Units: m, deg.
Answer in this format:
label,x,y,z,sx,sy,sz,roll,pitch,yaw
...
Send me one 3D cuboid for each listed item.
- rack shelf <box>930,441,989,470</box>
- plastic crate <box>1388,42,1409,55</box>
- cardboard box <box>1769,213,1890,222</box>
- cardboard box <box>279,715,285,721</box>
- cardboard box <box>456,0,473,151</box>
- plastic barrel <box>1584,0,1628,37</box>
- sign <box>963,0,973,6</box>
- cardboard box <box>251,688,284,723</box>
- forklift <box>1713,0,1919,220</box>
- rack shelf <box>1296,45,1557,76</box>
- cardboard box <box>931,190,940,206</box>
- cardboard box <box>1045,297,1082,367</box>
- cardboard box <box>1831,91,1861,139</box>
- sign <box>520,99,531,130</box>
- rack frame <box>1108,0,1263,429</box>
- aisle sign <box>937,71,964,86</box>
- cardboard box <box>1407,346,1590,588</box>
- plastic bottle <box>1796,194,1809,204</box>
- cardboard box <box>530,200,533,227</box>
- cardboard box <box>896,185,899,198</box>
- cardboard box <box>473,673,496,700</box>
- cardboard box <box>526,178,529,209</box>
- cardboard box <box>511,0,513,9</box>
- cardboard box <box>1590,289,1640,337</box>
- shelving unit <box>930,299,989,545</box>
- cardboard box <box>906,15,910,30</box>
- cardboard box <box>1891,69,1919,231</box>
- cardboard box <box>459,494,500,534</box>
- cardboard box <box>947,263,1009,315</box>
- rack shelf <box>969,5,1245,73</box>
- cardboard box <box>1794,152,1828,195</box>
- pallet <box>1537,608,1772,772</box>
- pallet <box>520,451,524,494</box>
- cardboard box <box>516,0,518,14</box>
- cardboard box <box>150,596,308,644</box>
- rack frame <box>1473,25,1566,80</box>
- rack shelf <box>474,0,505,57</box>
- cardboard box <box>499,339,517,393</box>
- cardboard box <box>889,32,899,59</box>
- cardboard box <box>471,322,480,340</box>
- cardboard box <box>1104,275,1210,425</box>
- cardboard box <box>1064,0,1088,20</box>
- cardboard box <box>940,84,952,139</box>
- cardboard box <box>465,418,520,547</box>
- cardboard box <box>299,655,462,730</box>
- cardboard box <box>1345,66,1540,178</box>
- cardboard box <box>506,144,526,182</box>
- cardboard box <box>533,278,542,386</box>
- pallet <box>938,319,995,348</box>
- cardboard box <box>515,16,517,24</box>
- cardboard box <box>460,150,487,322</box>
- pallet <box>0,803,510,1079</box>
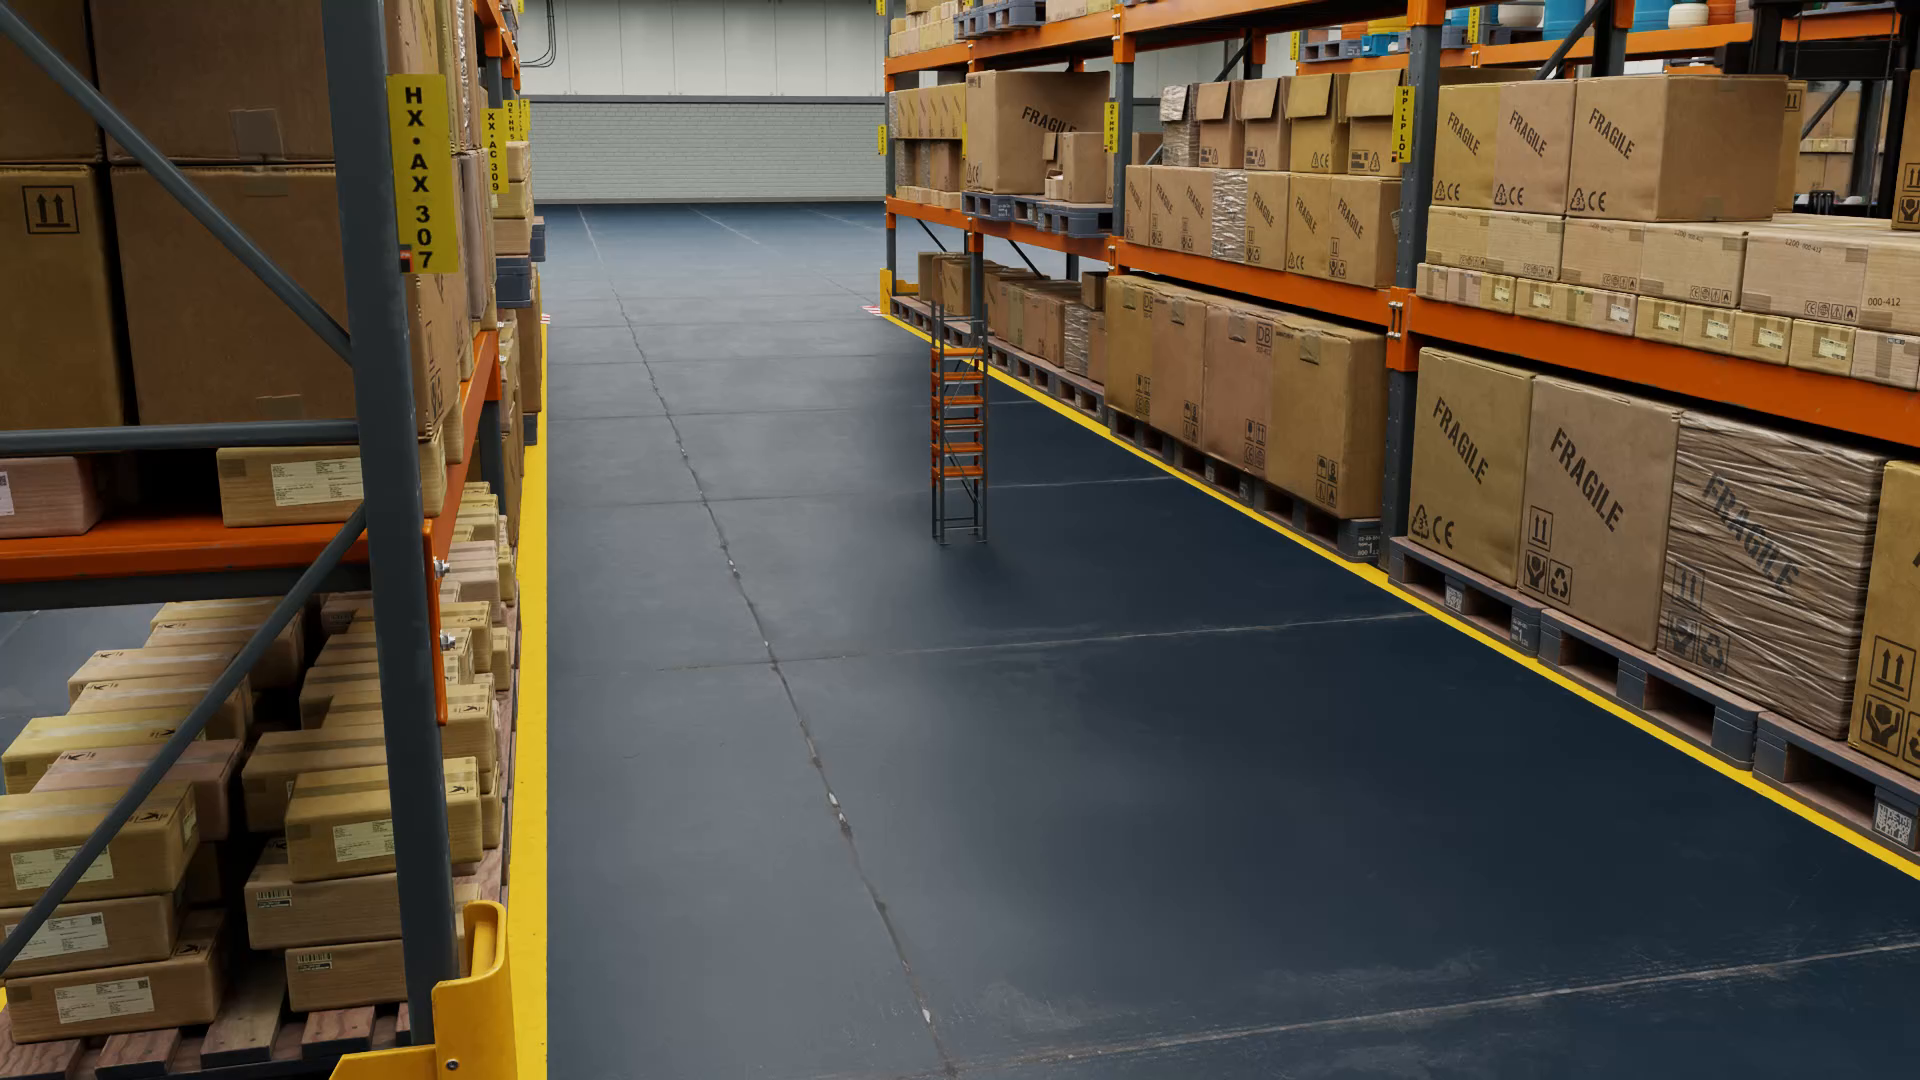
label,x,y,z,sx,sy,sz,roll,pitch,yaw
rack shelf,-0.003,-0.426,8.337,0.258,0.103,0.180,-3,14,-13
plastic crate,4.642,-5.134,17.357,0.243,0.136,0.396,-3,14,-13
cardboard box,3.079,-1.083,6.230,0.500,0.250,0.500,-3,14,-12
cardboard box,-2.129,0.616,4.708,0.380,0.149,0.250,-3,14,-12
cardboard box,-1.762,-1.430,5.017,0.500,0.500,0.500,-3,14,-12
plastic barrel,5.896,-4.902,14.795,0.600,0.901,0.600,0,14,0
sign,0.072,-4.858,14.580,0.100,0.325,0.005,-3,14,-13
cardboard box,-2.131,0.472,4.671,0.380,0.149,0.250,-3,14,-10
forklift,4.861,-1.788,9.569,1.130,2.935,3.031,5,14,19
rack shelf,4.942,-5.027,17.877,1.077,0.370,4.000,-3,14,-13
cardboard box,-0.077,-3.439,16.714,0.380,0.149,0.250,-3,14,-13
cardboard box,1.077,-1.669,13.279,0.700,0.500,0.500,-2,14,-8
cardboard box,9.997,-4.630,18.114,0.700,0.500,0.500,-3,14,-13
sign,-4.656,-4.556,17.815,0.100,0.325,0.005,-3,14,-13
rack frame,1.537,-2.259,11.352,1.000,3.000,0.127,-3,14,-13
aisle sign,-0.065,-5.398,18.724,0.394,0.787,0.004,-3,14,-13
cardboard box,2.553,-0.351,7.136,0.875,0.875,0.875,-3,14,-13
plastic bottle,6.139,-2.357,12.014,0.152,0.276,0.135,-3,14,-13
cardboard box,-2.508,-1.763,8.967,0.380,0.149,0.250,-4,14,-16
cardboard box,-0.507,-3.903,18.612,0.380,0.149,0.250,-3,14,-13
cardboard box,-1.618,0.526,5.075,0.380,0.149,0.250,-3,14,-13
cardboard box,-2.200,-1.605,7.693,0.380,0.149,0.250,-4,14,-16
cardboard box,-4.065,-4.679,14.370,0.380,0.149,0.250,-3,14,-13
cardboard box,2.527,-0.828,6.026,0.380,0.149,0.250,-3,14,-13
shelving unit,-0.003,-0.586,8.298,0.258,1.200,0.189,-3,14,-13
cardboard box,-0.362,-5.422,17.457,0.380,0.149,0.250,-3,14,-11
cardboard box,3.320,-1.209,5.166,0.500,0.500,0.500,-4,14,-15
cardboard box,-1.934,-0.067,6.248,0.380,0.149,0.250,-3,14,-12
cardboard box,0.178,-2.536,16.870,0.500,0.500,0.500,-5,14,-18
rack shelf,1.067,-3.828,12.970,1.077,0.370,4.000,-3,14,-13
cardboard box,9.873,-4.121,18.762,0.700,0.500,0.500,-3,14,-12
pallet,2.869,0.481,6.016,1.003,0.211,1.213,-3,14,-13
pallet,-3.126,-0.471,9.908,1.003,0.211,1.213,-3,14,-13
cardboard box,-4.801,-5.535,17.036,0.500,0.250,0.500,-3,14,-12
cardboard box,-2.147,0.262,4.902,0.380,0.149,0.250,-3,14,-13
rack frame,5.412,-3.457,16.259,1.000,3.000,0.127,-3,14,-13
rack shelf,-2.838,-2.652,8.156,1.077,0.370,4.000,-3,14,-13
cardboard box,-2.528,-0.863,8.439,0.500,0.250,0.500,-3,14,-11
cardboard box,-0.480,-5.363,18.054,0.500,0.250,0.500,-3,14,-12
cardboard box,-1.903,-0.790,5.868,0.380,0.149,0.250,-3,14,-11
cardboard box,1.679,-1.270,10.898,1.225,0.875,0.875,-4,14,-16
cardboard box,1.057,-3.853,11.872,0.500,0.250,0.500,-3,14,-13
cardboard box,0.105,-4.064,15.797,0.500,0.500,0.500,-3,14,-13
cardboard box,-2.285,-0.258,7.544,0.500,0.500,0.500,-3,14,-11
cardboard box,-1.477,0.417,4.267,0.380,0.149,0.250,-4,14,-16
cardboard box,2.318,-2.019,8.045,0.797,0.503,0.637,-4,14,-15
cardboard box,-2.014,-1.570,6.925,0.380,0.149,0.250,-3,14,-10
cardboard box,-3.572,-1.464,11.953,1.050,0.750,0.750,-3,14,-12
pallet,0.405,-1.980,16.086,1.003,0.211,1.213,-3,14,-13
cardboard box,-4.540,-5.146,16.284,0.380,0.149,0.250,-3,14,-14
cardboard box,-1.744,-0.945,5.139,0.500,0.500,0.500,-3,14,-13
pallet,-1.604,0.988,3.939,1.003,0.211,1.213,-3,14,-13
